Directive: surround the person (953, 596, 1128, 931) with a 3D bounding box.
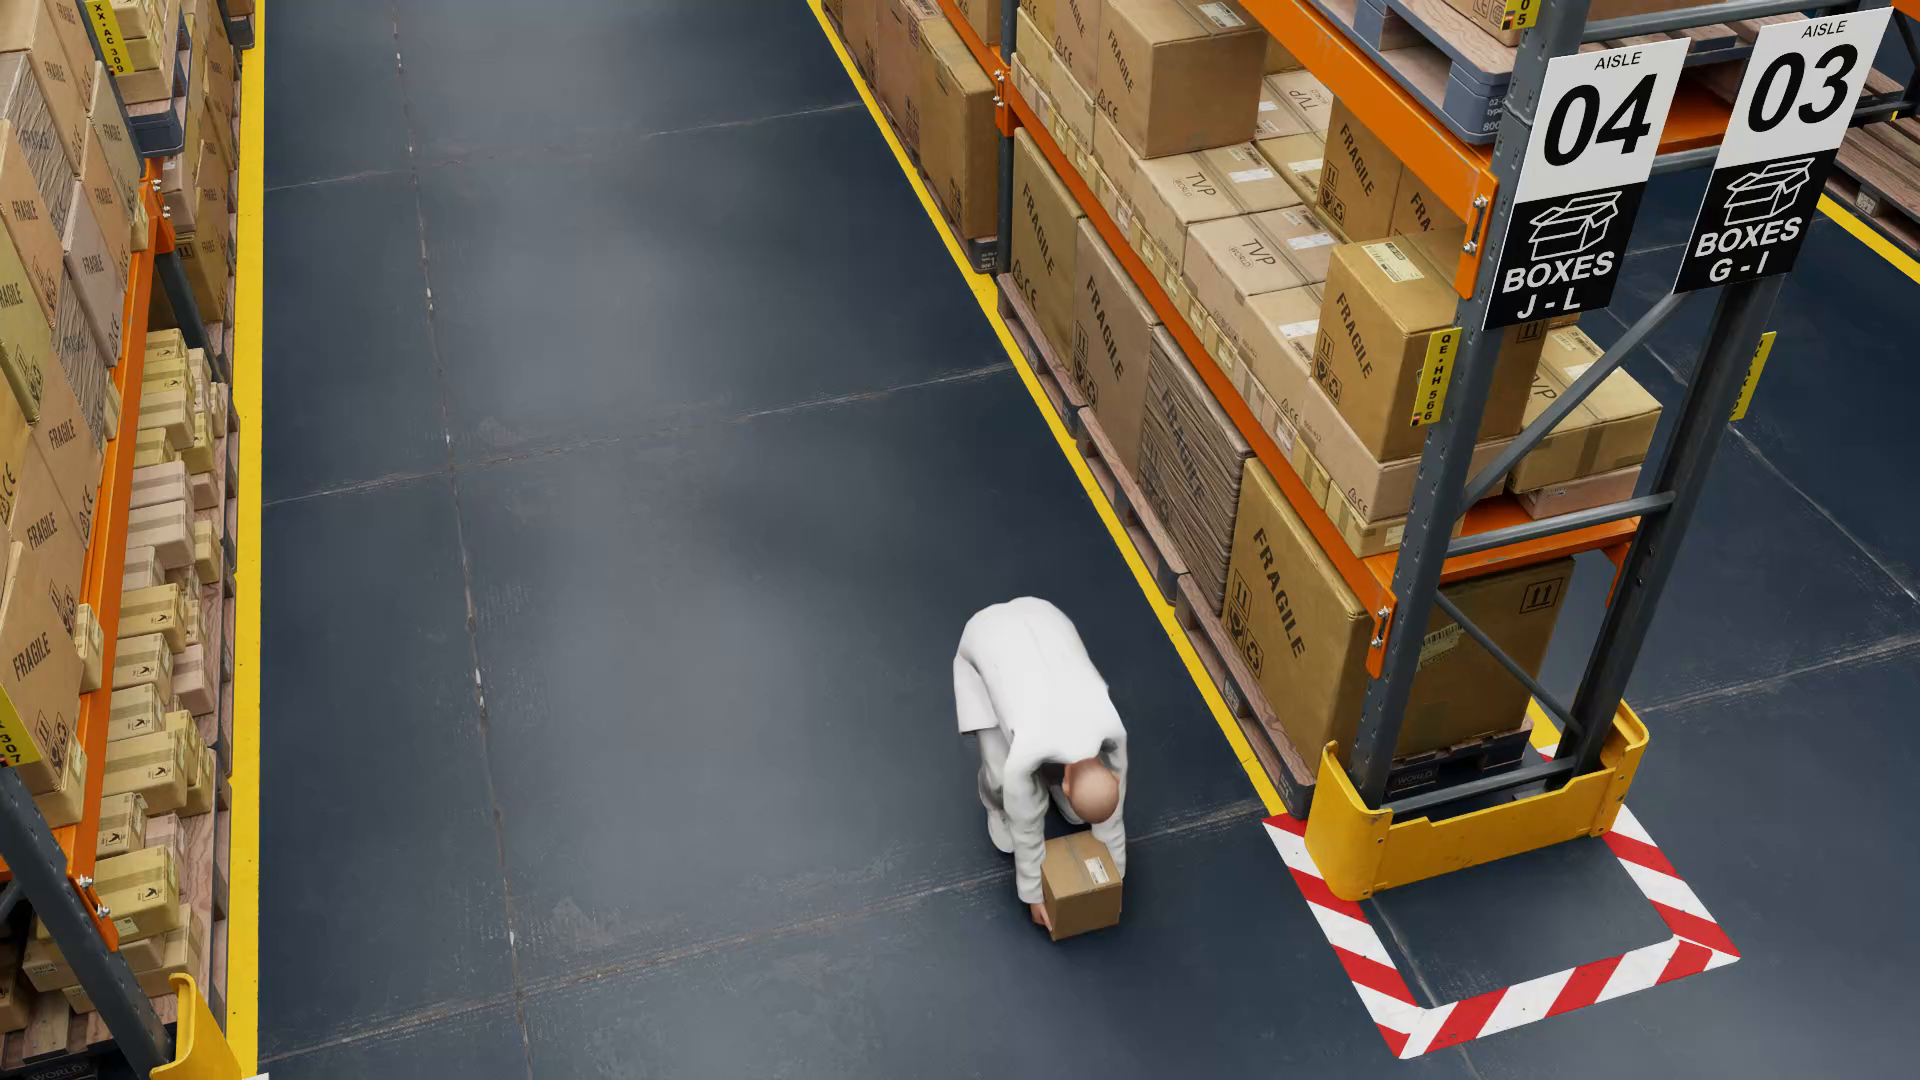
[{"bbox_3d":[0.311,0.759,5.952,0.591,0.943,0.947,-14,44,-16],"label":"person"}]
